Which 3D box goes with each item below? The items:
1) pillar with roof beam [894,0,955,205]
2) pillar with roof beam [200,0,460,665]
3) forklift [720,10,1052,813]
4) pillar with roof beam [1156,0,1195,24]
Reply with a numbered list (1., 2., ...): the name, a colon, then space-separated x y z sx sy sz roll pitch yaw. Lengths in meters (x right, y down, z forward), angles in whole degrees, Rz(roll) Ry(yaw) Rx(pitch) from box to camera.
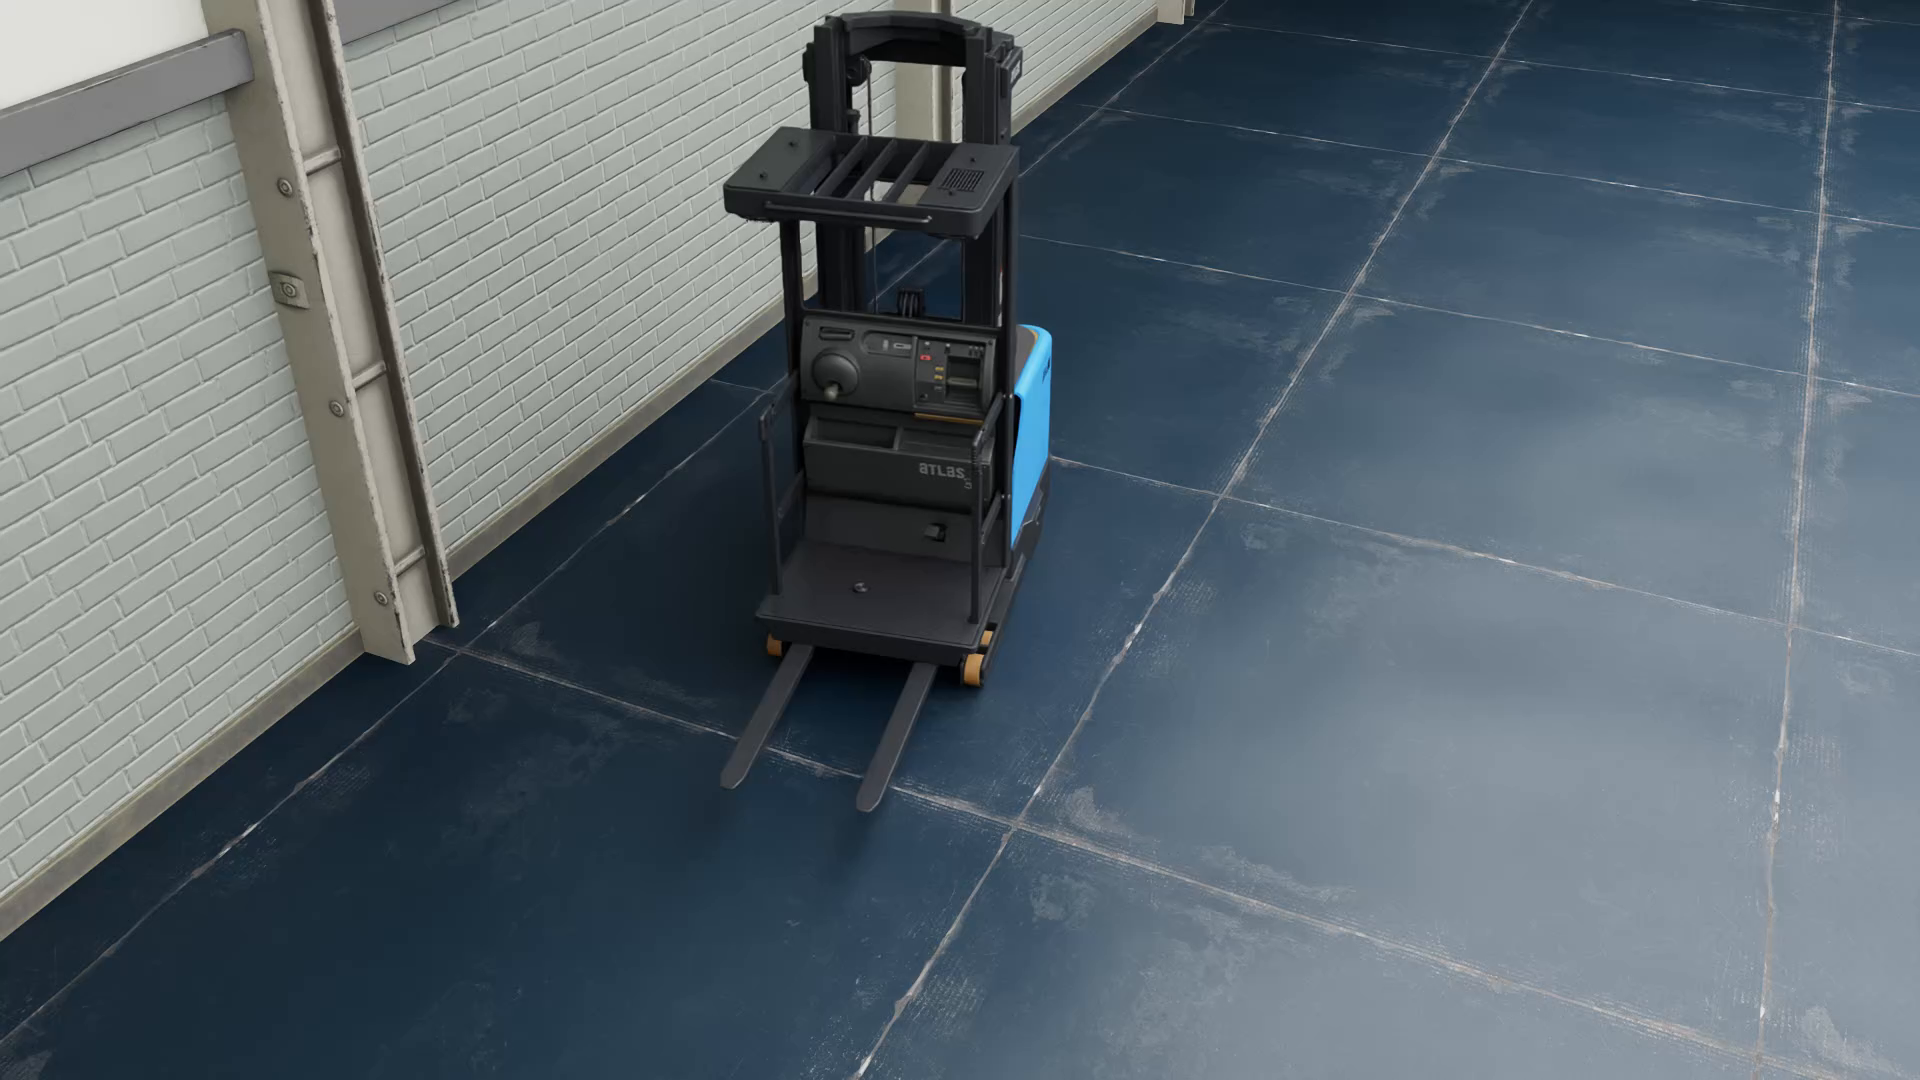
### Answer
1. pillar with roof beam: 3.651 -5.282 8.967 9.100 9.000 0.400 14 36 20
2. pillar with roof beam: 1.140 -2.293 4.409 9.100 9.000 0.400 14 36 20
3. forklift: -0.342 -0.748 7.586 1.130 2.935 3.031 8 34 11
4. pillar with roof beam: 6.161 -8.270 13.524 9.100 9.000 0.400 14 36 20
